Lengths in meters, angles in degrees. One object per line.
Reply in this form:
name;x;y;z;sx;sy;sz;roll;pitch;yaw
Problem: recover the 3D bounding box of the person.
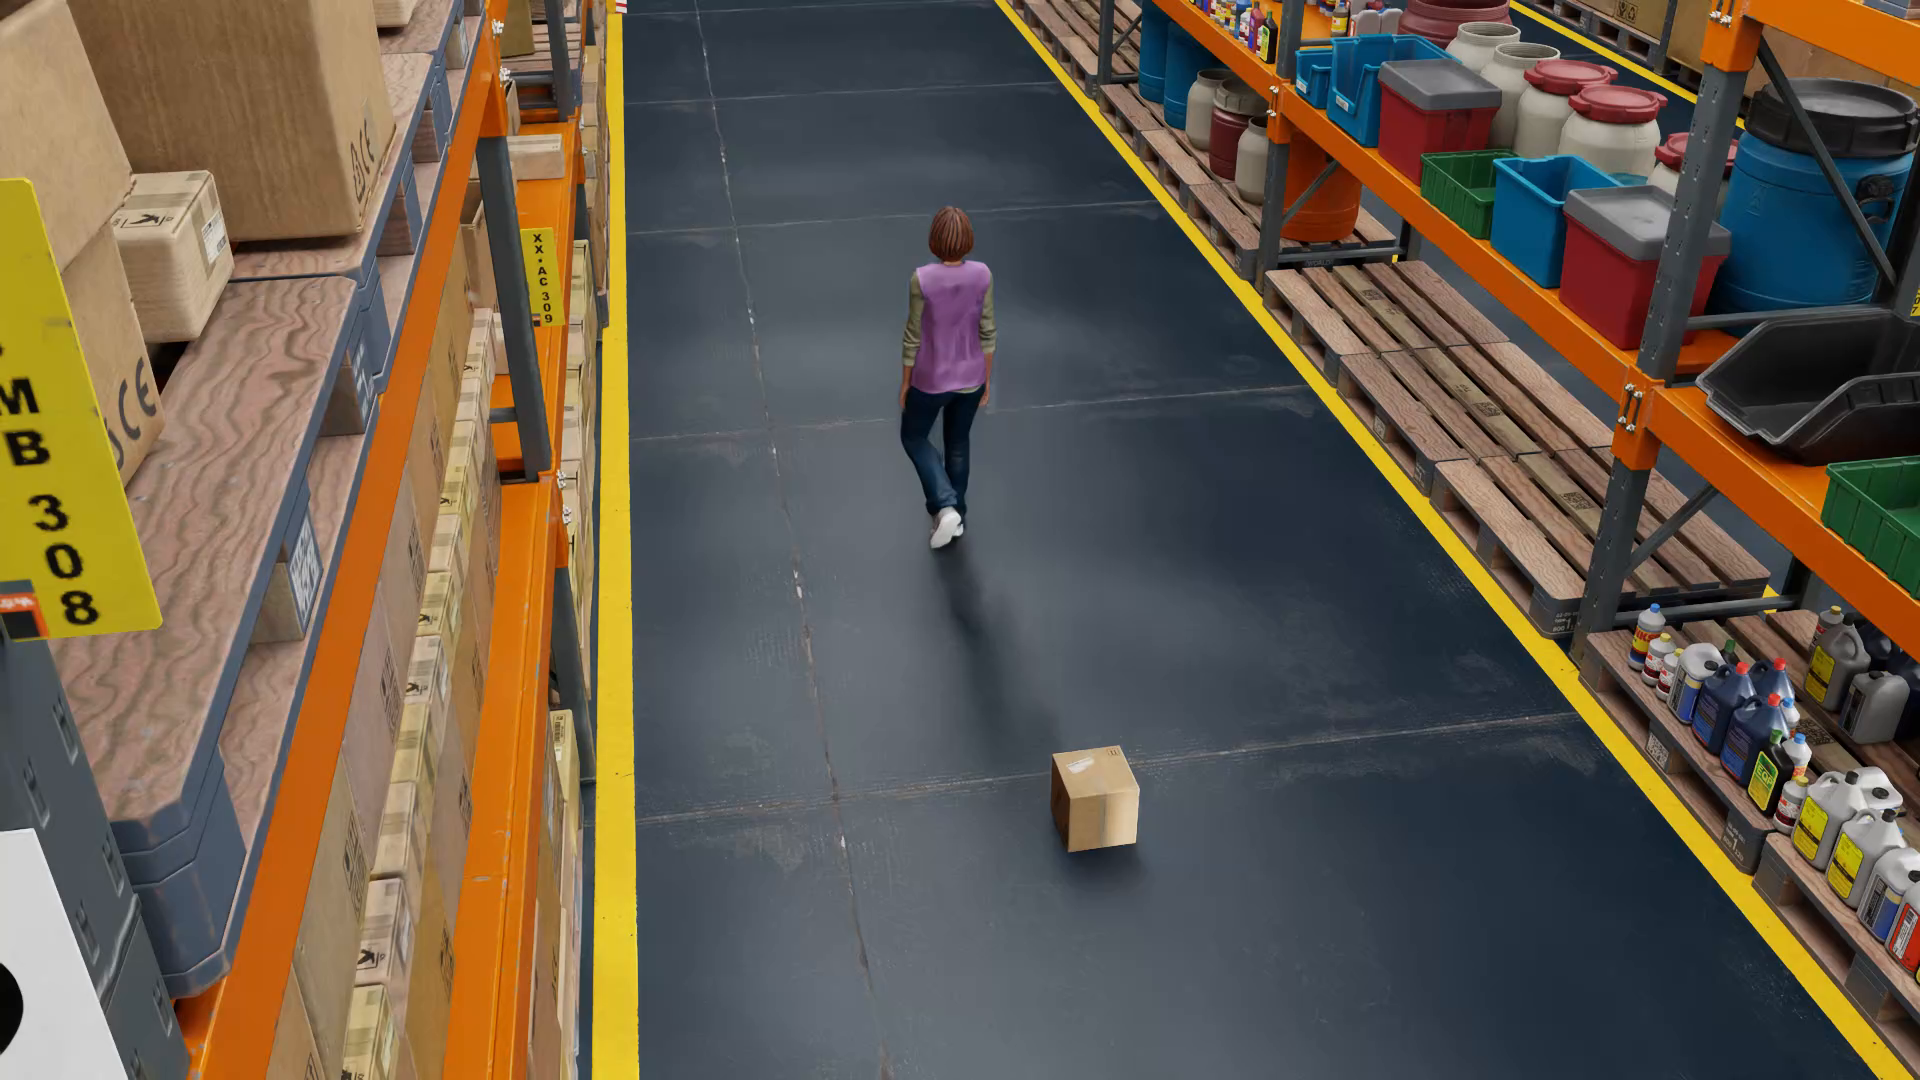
person;-0.046;-0.675;7.213;0.425;1.588;0.546;-9;32;-15
